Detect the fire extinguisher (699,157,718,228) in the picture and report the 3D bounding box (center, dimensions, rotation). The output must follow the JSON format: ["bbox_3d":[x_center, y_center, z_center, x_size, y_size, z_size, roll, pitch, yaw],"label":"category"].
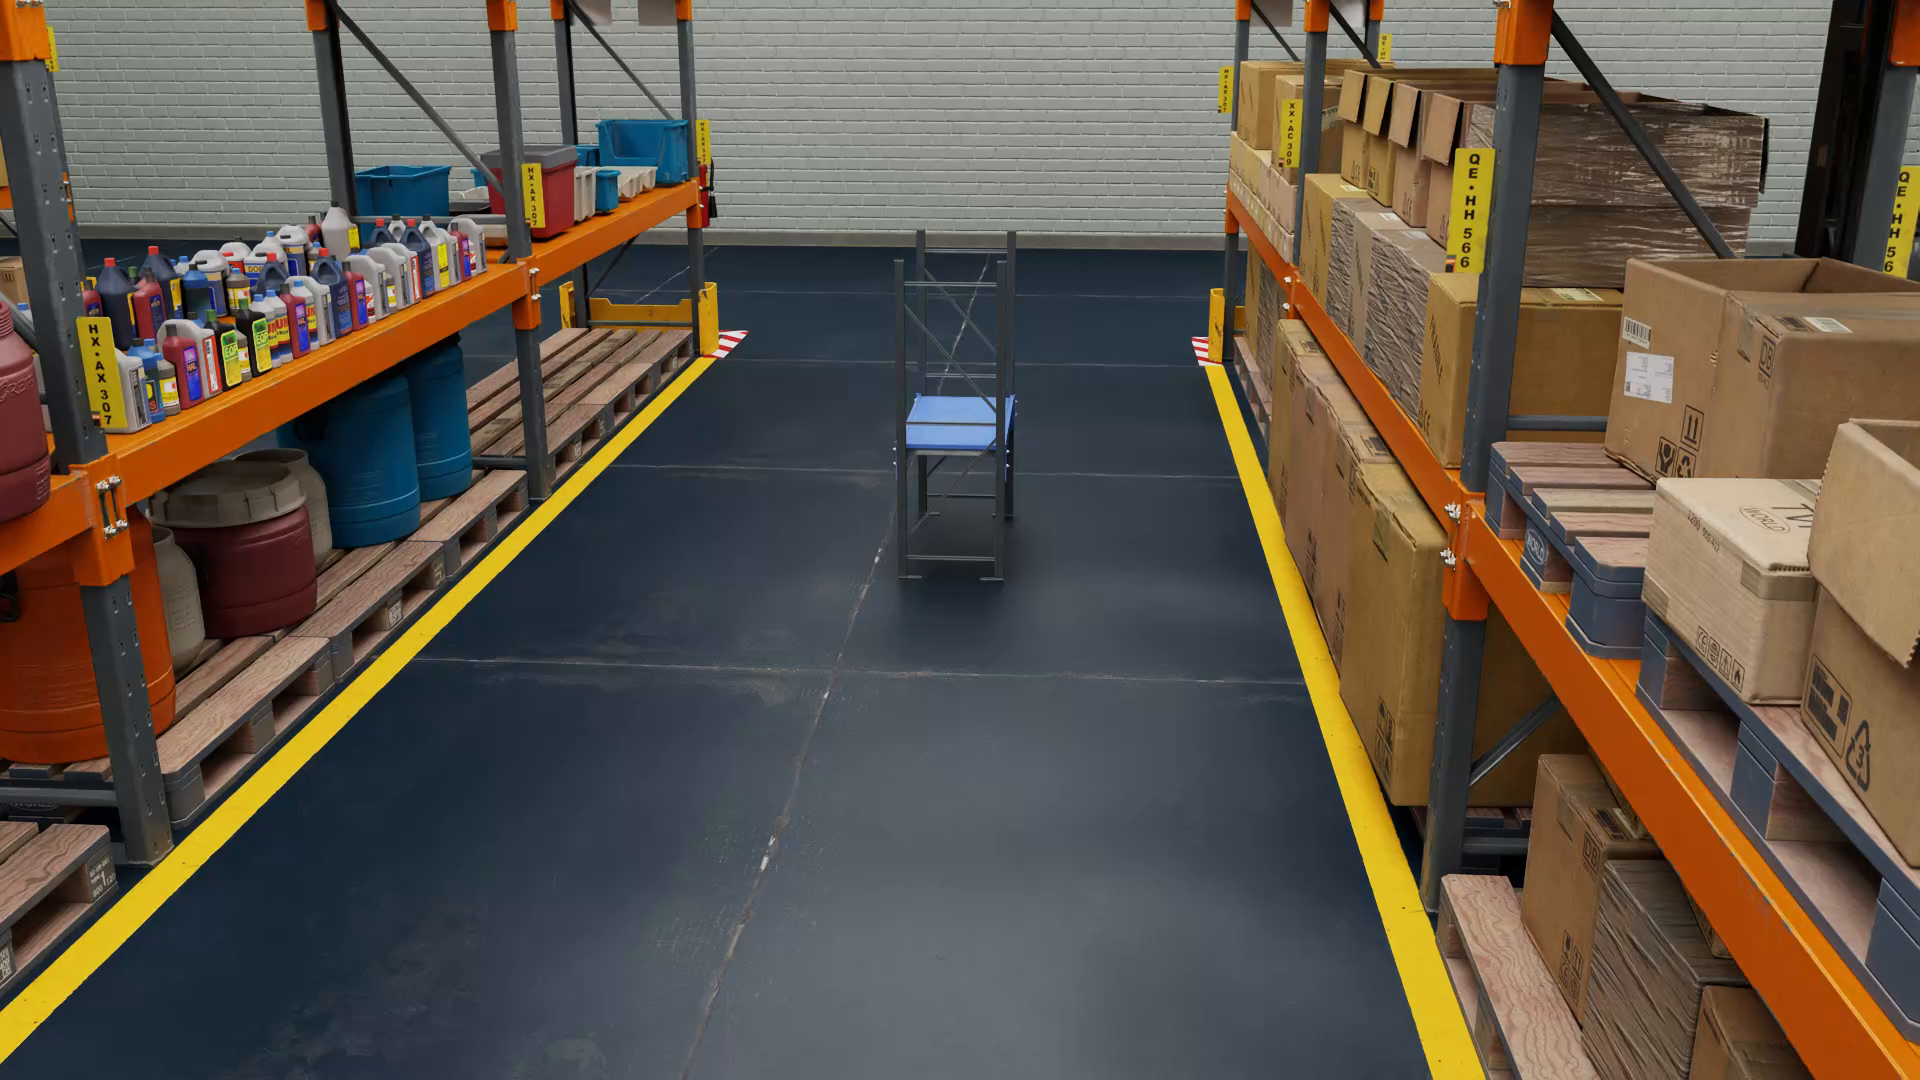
[{"bbox_3d":[-2.001,-2.725,12.644,0.296,0.674,0.183,1,18,4],"label":"fire extinguisher"}]

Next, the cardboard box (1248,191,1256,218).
[{"bbox_3d":[2.011,-2.091,10.392,0.380,0.149,0.250,1,18,3],"label":"cardboard box"}]

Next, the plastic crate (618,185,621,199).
[{"bbox_3d":[-2.377,-2.279,10.887,0.298,0.136,0.250,1,18,4],"label":"plastic crate"}]

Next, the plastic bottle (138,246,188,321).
[{"bbox_3d":[-3.278,-1.031,6.833,0.144,0.351,0.185,1,18,4],"label":"plastic bottle"}]

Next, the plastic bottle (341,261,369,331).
[{"bbox_3d":[-2.517,-1.018,6.899,0.061,0.283,0.133,1,18,4],"label":"plastic bottle"}]

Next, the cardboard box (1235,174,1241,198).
[{"bbox_3d":[2.085,-2.410,11.364,0.380,0.149,0.250,1,18,3],"label":"cardboard box"}]

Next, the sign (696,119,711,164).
[{"bbox_3d":[-1.915,-2.972,12.415,0.100,0.325,0.005,1,18,4],"label":"sign"}]

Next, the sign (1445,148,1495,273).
[{"bbox_3d":[1.348,-0.868,4.397,0.100,0.325,0.005,1,18,4],"label":"sign"}]

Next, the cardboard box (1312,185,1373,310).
[{"bbox_3d":[1.871,-1.303,7.422,0.500,0.500,0.500,1,18,4],"label":"cardboard box"}]

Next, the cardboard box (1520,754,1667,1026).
[{"bbox_3d":[1.873,0.880,4.226,0.700,0.500,0.500,0,18,1],"label":"cardboard box"}]

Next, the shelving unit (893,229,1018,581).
[{"bbox_3d":[-0.006,-0.686,8.109,0.538,1.500,1.048,1,18,4],"label":"shelving unit"}]

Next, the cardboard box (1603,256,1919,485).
[{"bbox_3d":[1.903,-0.385,3.947,0.500,0.500,0.500,-1,18,-3],"label":"cardboard box"}]

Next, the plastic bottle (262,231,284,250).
[{"bbox_3d":[-3.227,-1.314,7.823,0.097,0.271,0.097,0,18,0],"label":"plastic bottle"}]

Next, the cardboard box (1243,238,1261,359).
[{"bbox_3d":[2.509,-1.781,11.778,0.875,0.875,0.875,1,18,4],"label":"cardboard box"}]

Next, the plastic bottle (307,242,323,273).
[{"bbox_3d":[-3.066,-1.319,7.951,0.097,0.201,0.097,0,18,0],"label":"plastic bottle"}]

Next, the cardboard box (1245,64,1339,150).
[{"bbox_3d":[2.104,-2.759,10.583,0.500,0.500,0.500,1,18,2],"label":"cardboard box"}]

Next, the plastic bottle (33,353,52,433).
[{"bbox_3d":[-2.837,-0.489,5.297,0.152,0.276,0.135,1,18,4],"label":"plastic bottle"}]

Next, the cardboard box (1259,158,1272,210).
[{"bbox_3d":[2.029,-2.082,9.721,0.500,0.250,0.500,2,18,5],"label":"cardboard box"}]

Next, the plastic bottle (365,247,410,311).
[{"bbox_3d":[-2.530,-1.159,7.343,0.152,0.276,0.135,1,18,4],"label":"plastic bottle"}]

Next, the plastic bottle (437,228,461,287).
[{"bbox_3d":[-2.484,-1.358,7.948,0.152,0.276,0.135,1,18,4],"label":"plastic bottle"}]

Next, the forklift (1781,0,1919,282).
[{"bbox_3d":[4.520,-1.261,7.566,1.130,2.935,3.031,1,18,3],"label":"forklift"}]

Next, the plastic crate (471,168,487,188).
[{"bbox_3d":[-2.927,-2.280,10.735,0.416,0.233,0.300,1,18,4],"label":"plastic crate"}]

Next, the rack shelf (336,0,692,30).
[{"bbox_3d":[-2.609,-3.364,10.212,1.077,0.370,4.000,1,18,4],"label":"rack shelf"}]

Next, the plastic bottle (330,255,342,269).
[{"bbox_3d":[-2.672,-1.082,7.115,0.097,0.271,0.097,0,18,0],"label":"plastic bottle"}]

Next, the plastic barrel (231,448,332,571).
[{"bbox_3d":[-2.988,-0.115,7.278,0.421,0.512,0.421,0,18,0],"label":"plastic barrel"}]

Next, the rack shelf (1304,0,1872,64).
[{"bbox_3d":[2.045,-2.012,6.083,1.077,0.370,4.000,1,18,4],"label":"rack shelf"}]

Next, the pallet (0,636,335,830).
[{"bbox_3d":[-3.024,0.662,6.064,1.003,0.211,1.213,1,18,4],"label":"pallet"}]

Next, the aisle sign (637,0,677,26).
[{"bbox_3d":[-2.168,-4.153,12.106,0.394,0.787,0.004,1,18,4],"label":"aisle sign"}]

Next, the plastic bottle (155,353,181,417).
[{"bbox_3d":[-2.643,-0.516,5.499,0.097,0.201,0.097,0,18,0],"label":"plastic bottle"}]

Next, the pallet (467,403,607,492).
[{"bbox_3d":[-2.738,-0.564,9.805,1.003,0.211,1.213,1,18,4],"label":"pallet"}]

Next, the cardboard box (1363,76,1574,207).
[{"bbox_3d":[2.090,-1.662,6.906,0.797,0.503,0.637,1,18,5],"label":"cardboard box"}]

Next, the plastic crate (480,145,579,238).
[{"bbox_3d":[-2.438,-1.990,9.481,0.402,0.464,0.583,1,18,4],"label":"plastic crate"}]

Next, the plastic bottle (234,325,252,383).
[{"bbox_3d":[-2.607,-0.671,5.972,0.097,0.201,0.097,0,18,0],"label":"plastic bottle"}]

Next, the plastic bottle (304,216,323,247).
[{"bbox_3d":[-3.213,-1.458,8.244,0.061,0.283,0.133,1,18,4],"label":"plastic bottle"}]

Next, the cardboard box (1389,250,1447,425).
[{"bbox_3d":[1.731,-0.668,5.483,0.500,0.500,0.500,1,18,3],"label":"cardboard box"}]

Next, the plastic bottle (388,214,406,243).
[{"bbox_3d":[-2.635,-1.347,7.795,0.144,0.351,0.185,1,18,4],"label":"plastic bottle"}]

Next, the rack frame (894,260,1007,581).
[{"bbox_3d":[-0.043,-0.528,7.627,0.500,1.500,0.032,1,18,4],"label":"rack frame"}]

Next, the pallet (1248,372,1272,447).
[{"bbox_3d":[2.406,-0.838,10.643,1.003,0.211,1.213,1,18,4],"label":"pallet"}]

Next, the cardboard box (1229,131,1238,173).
[{"bbox_3d":[2.171,-2.718,11.665,0.500,0.250,0.500,1,18,2],"label":"cardboard box"}]

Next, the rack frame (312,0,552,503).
[{"bbox_3d":[-2.752,-1.660,8.671,1.000,3.000,0.127,1,18,4],"label":"rack frame"}]

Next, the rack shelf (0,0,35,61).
[{"bbox_3d":[-3.182,-0.880,2.629,1.077,0.370,4.000,1,18,4],"label":"rack shelf"}]

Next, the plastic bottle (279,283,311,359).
[{"bbox_3d":[-2.557,-0.847,6.378,0.061,0.283,0.133,1,18,4],"label":"plastic bottle"}]

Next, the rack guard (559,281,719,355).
[{"bbox_3d":[-2.476,-1.722,12.875,1.175,0.500,0.348,1,18,4],"label":"rack guard"}]

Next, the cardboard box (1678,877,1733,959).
[{"bbox_3d":[1.855,0.689,3.606,0.500,0.250,0.500,3,18,10],"label":"cardboard box"}]

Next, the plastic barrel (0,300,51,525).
[{"bbox_3d":[-2.770,-0.331,4.398,0.600,0.536,0.708,1,18,4],"label":"plastic barrel"}]

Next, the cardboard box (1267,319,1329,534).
[{"bbox_3d":[2.162,-0.540,7.991,1.225,0.875,0.875,1,18,4],"label":"cardboard box"}]

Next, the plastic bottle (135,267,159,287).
[{"bbox_3d":[-3.270,-0.950,6.691,0.061,0.283,0.133,1,18,4],"label":"plastic bottle"}]

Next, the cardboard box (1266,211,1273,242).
[{"bbox_3d":[1.939,-1.771,9.415,0.380,0.149,0.250,2,18,5],"label":"cardboard box"}]

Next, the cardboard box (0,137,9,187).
[{"bbox_3d":[-7.200,-2.755,11.853,0.500,0.500,0.500,1,18,4],"label":"cardboard box"}]

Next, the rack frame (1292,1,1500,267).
[{"bbox_3d":[2.188,-1.549,8.334,1.000,3.000,0.127,1,18,4],"label":"rack frame"}]
